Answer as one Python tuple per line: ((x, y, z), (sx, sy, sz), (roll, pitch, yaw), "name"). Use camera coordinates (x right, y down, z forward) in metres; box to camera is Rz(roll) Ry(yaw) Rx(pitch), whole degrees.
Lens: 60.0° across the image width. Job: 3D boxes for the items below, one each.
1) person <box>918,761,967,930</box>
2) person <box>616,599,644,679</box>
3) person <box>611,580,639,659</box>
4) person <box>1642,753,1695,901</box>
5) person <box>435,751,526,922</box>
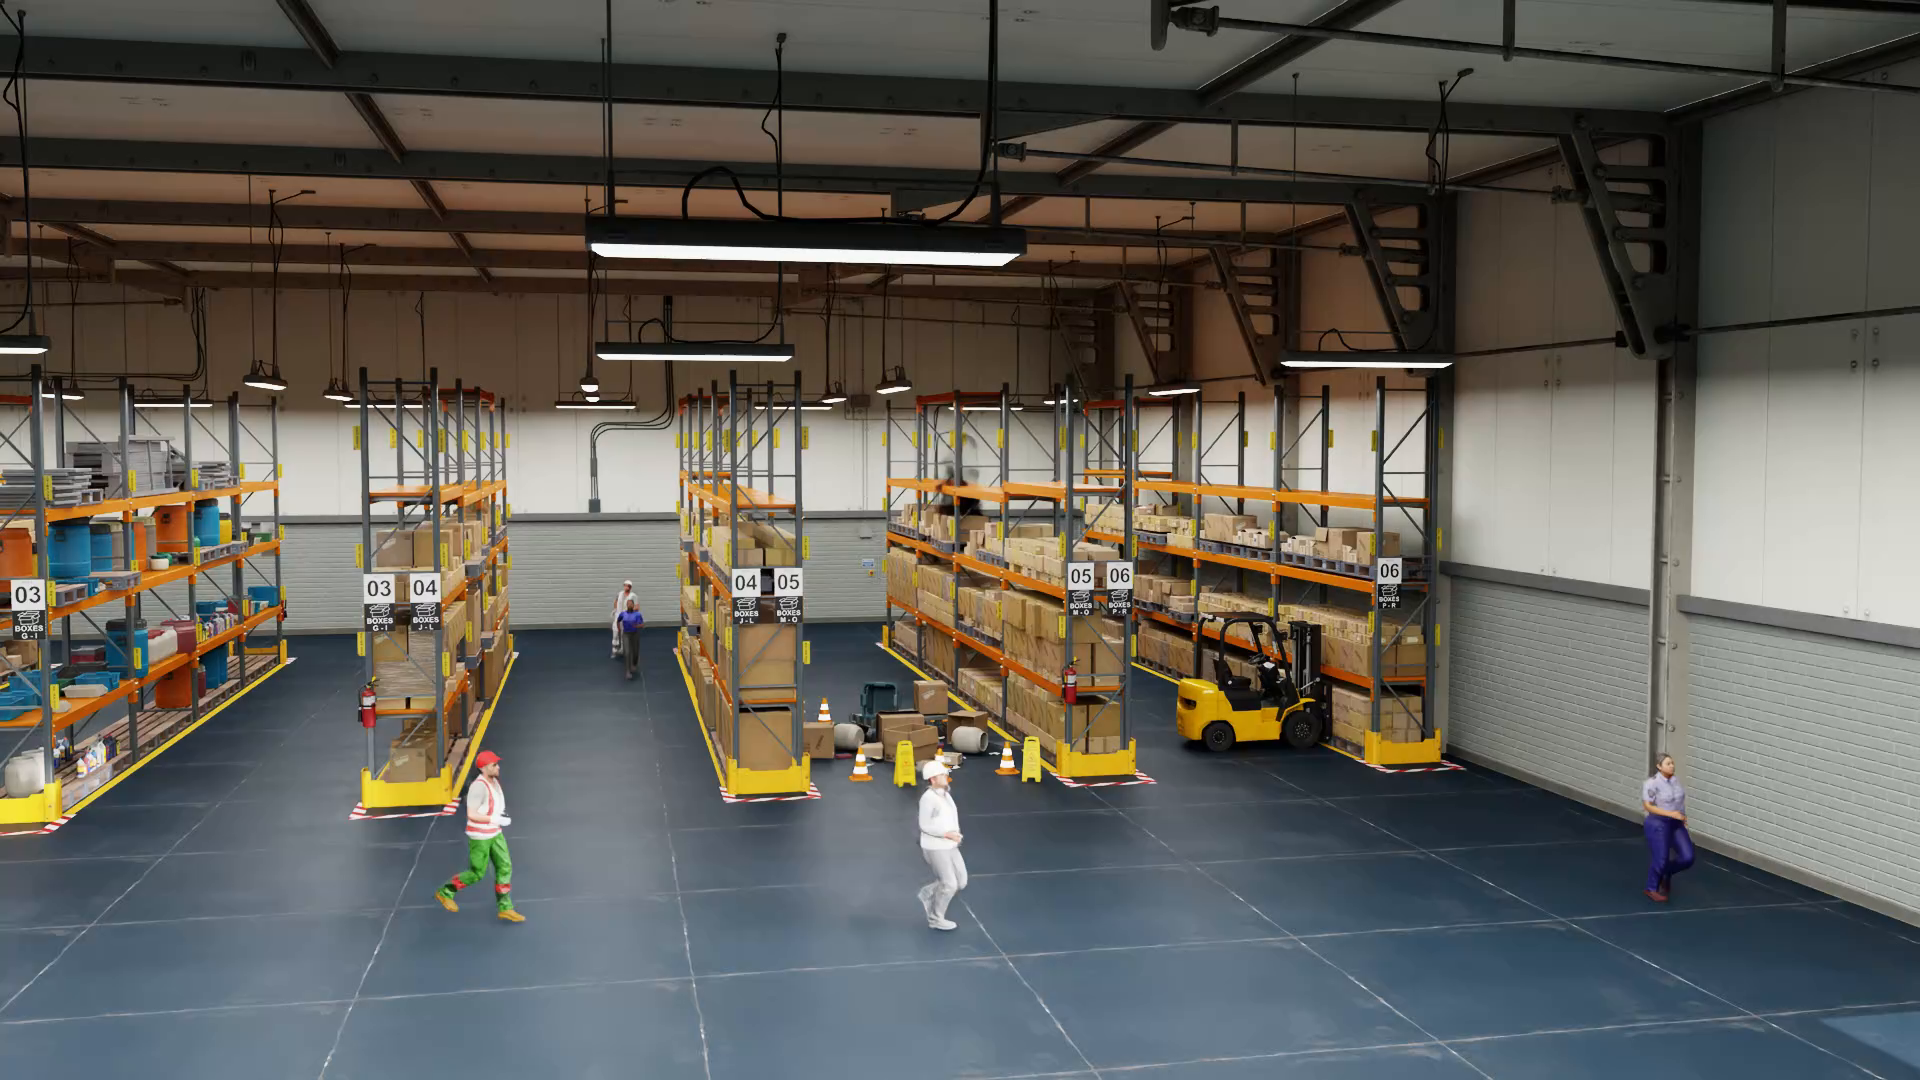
((-0.188, 3.122, 17.042), (0.601, 1.723, 0.655), (1, 4, 21), "person")
((-6.978, 2.069, 35.200), (0.581, 1.634, 0.931), (-1, 3, -13), "person")
((-7.748, 1.817, 38.354), (0.698, 1.771, 0.928), (0, 3, 5), "person")
((7.690, 3.124, 18.027), (0.595, 1.609, 0.556), (-1, 4, -21), "person")
((-4.999, 3.079, 17.319), (0.953, 1.787, 0.636), (1, 3, 10), "person")
